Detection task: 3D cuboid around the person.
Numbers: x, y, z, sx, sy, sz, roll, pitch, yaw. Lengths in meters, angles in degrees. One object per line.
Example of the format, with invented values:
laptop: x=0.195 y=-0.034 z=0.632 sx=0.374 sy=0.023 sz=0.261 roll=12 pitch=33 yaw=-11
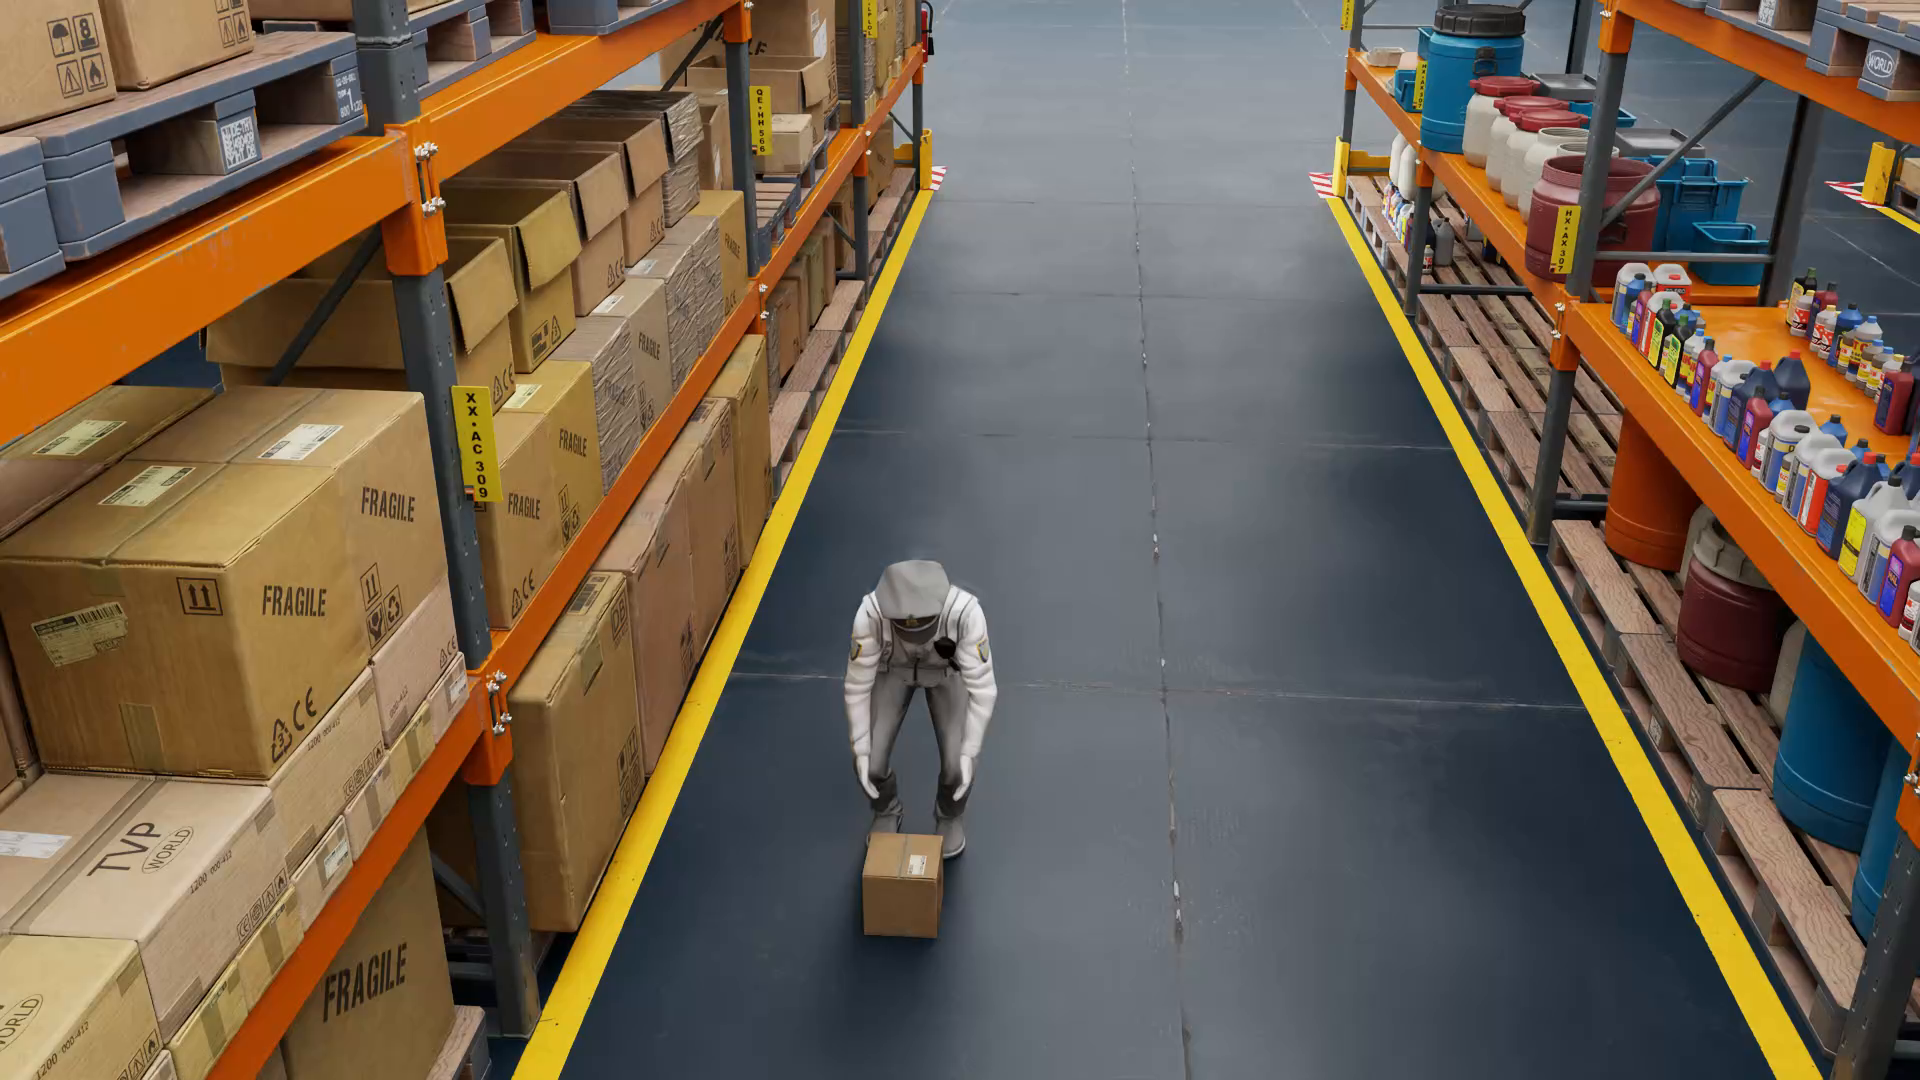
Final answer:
person: x=-0.129 y=0.570 z=5.852 sx=0.531 sy=1.263 sz=0.765 roll=2 pitch=25 yaw=5
